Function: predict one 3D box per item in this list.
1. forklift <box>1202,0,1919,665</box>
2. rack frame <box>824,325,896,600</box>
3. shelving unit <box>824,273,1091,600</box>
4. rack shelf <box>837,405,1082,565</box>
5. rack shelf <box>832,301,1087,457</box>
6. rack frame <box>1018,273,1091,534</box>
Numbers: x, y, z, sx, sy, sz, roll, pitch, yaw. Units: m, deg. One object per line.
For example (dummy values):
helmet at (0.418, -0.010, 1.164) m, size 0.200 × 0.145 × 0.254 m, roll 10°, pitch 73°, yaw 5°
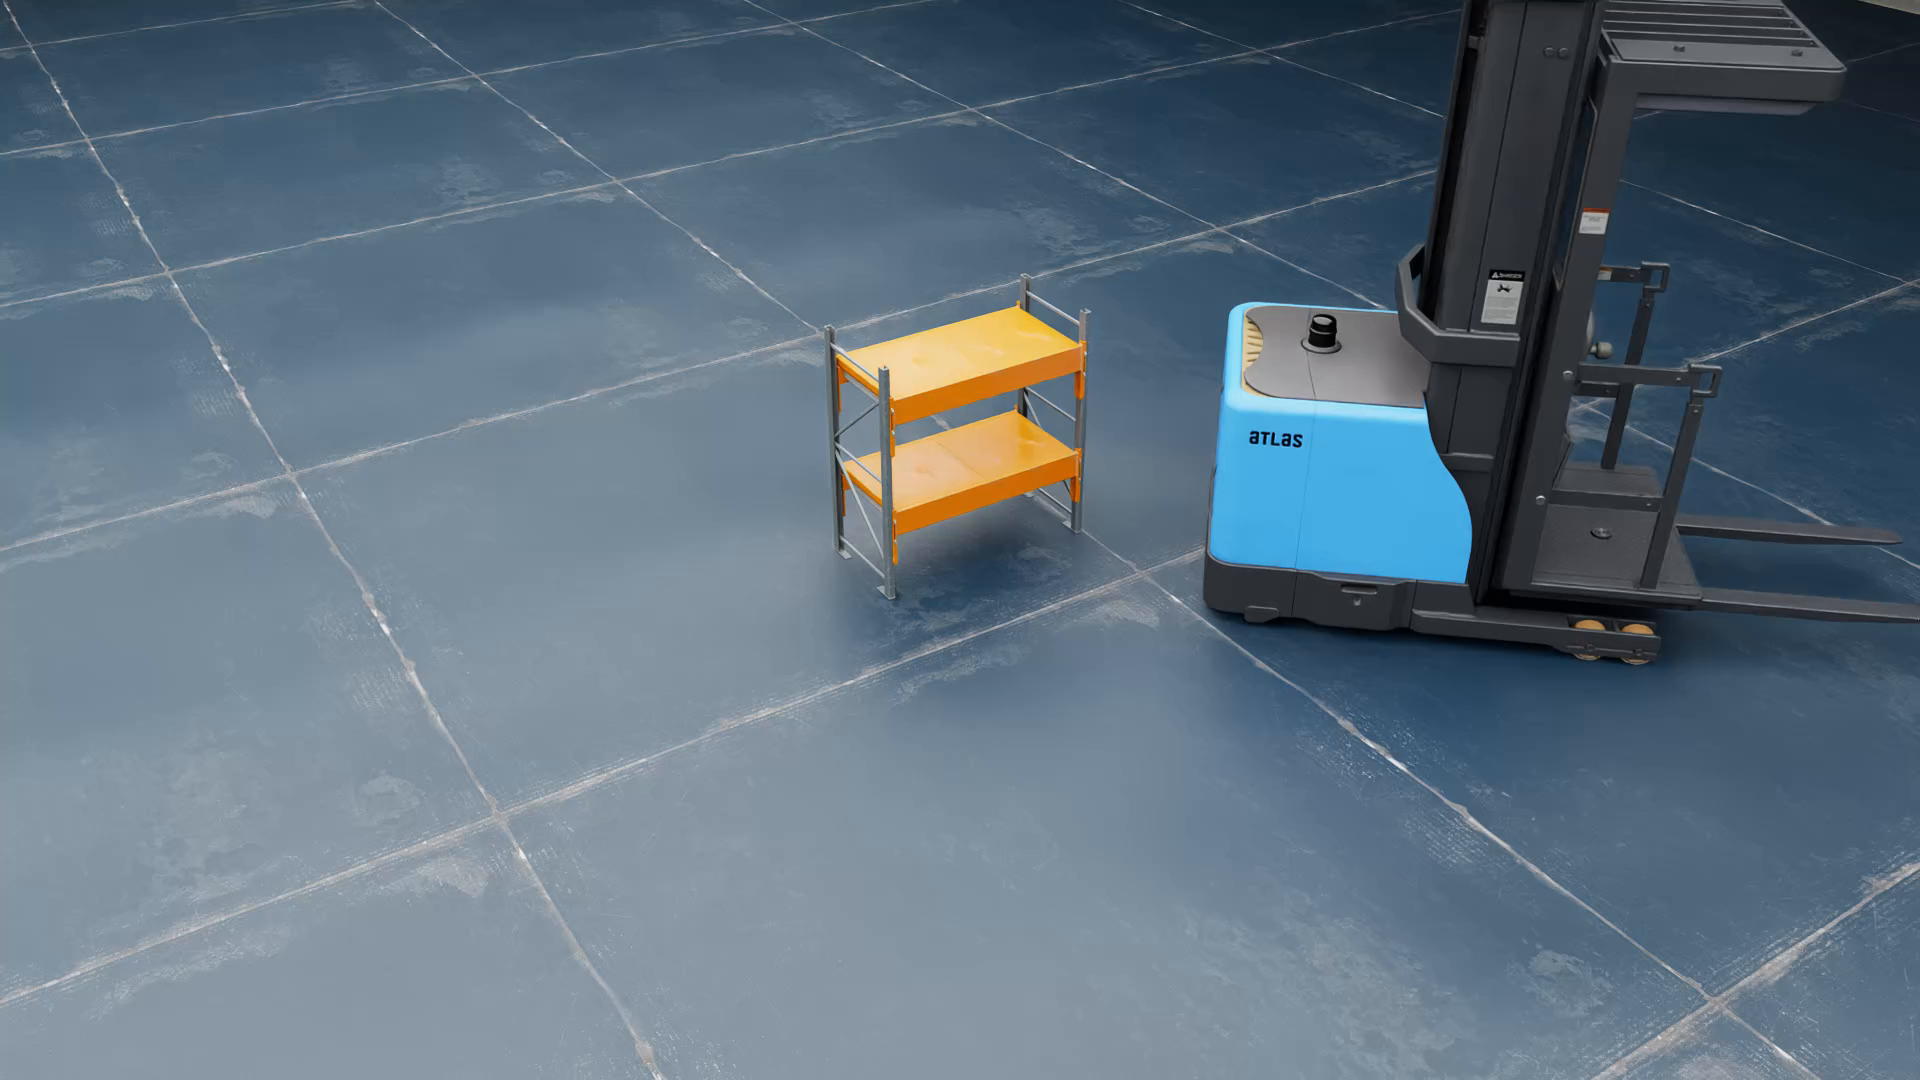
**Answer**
forklift at (2.617, -1.027, 6.631) m, size 3.031 × 2.935 × 1.130 m, roll 5°, pitch 33°, yaw 8°
rack frame at (-0.433, -0.327, 7.214) m, size 0.032 × 1.125 × 0.500 m, roll -19°, pitch 37°, yaw -27°
shelving unit at (-0.006, -0.474, 7.447) m, size 1.048 × 1.125 × 0.538 m, roll -19°, pitch 37°, yaw -27°
rack shelf at (-0.006, -0.267, 7.577) m, size 1.000 × 0.278 × 0.538 m, roll -19°, pitch 37°, yaw -27°
rack shelf at (-0.006, -0.721, 7.291) m, size 1.000 × 0.278 × 0.538 m, roll -19°, pitch 37°, yaw -27°
rack frame at (0.422, -0.621, 7.680) m, size 0.032 × 1.125 × 0.500 m, roll -19°, pitch 37°, yaw -27°
